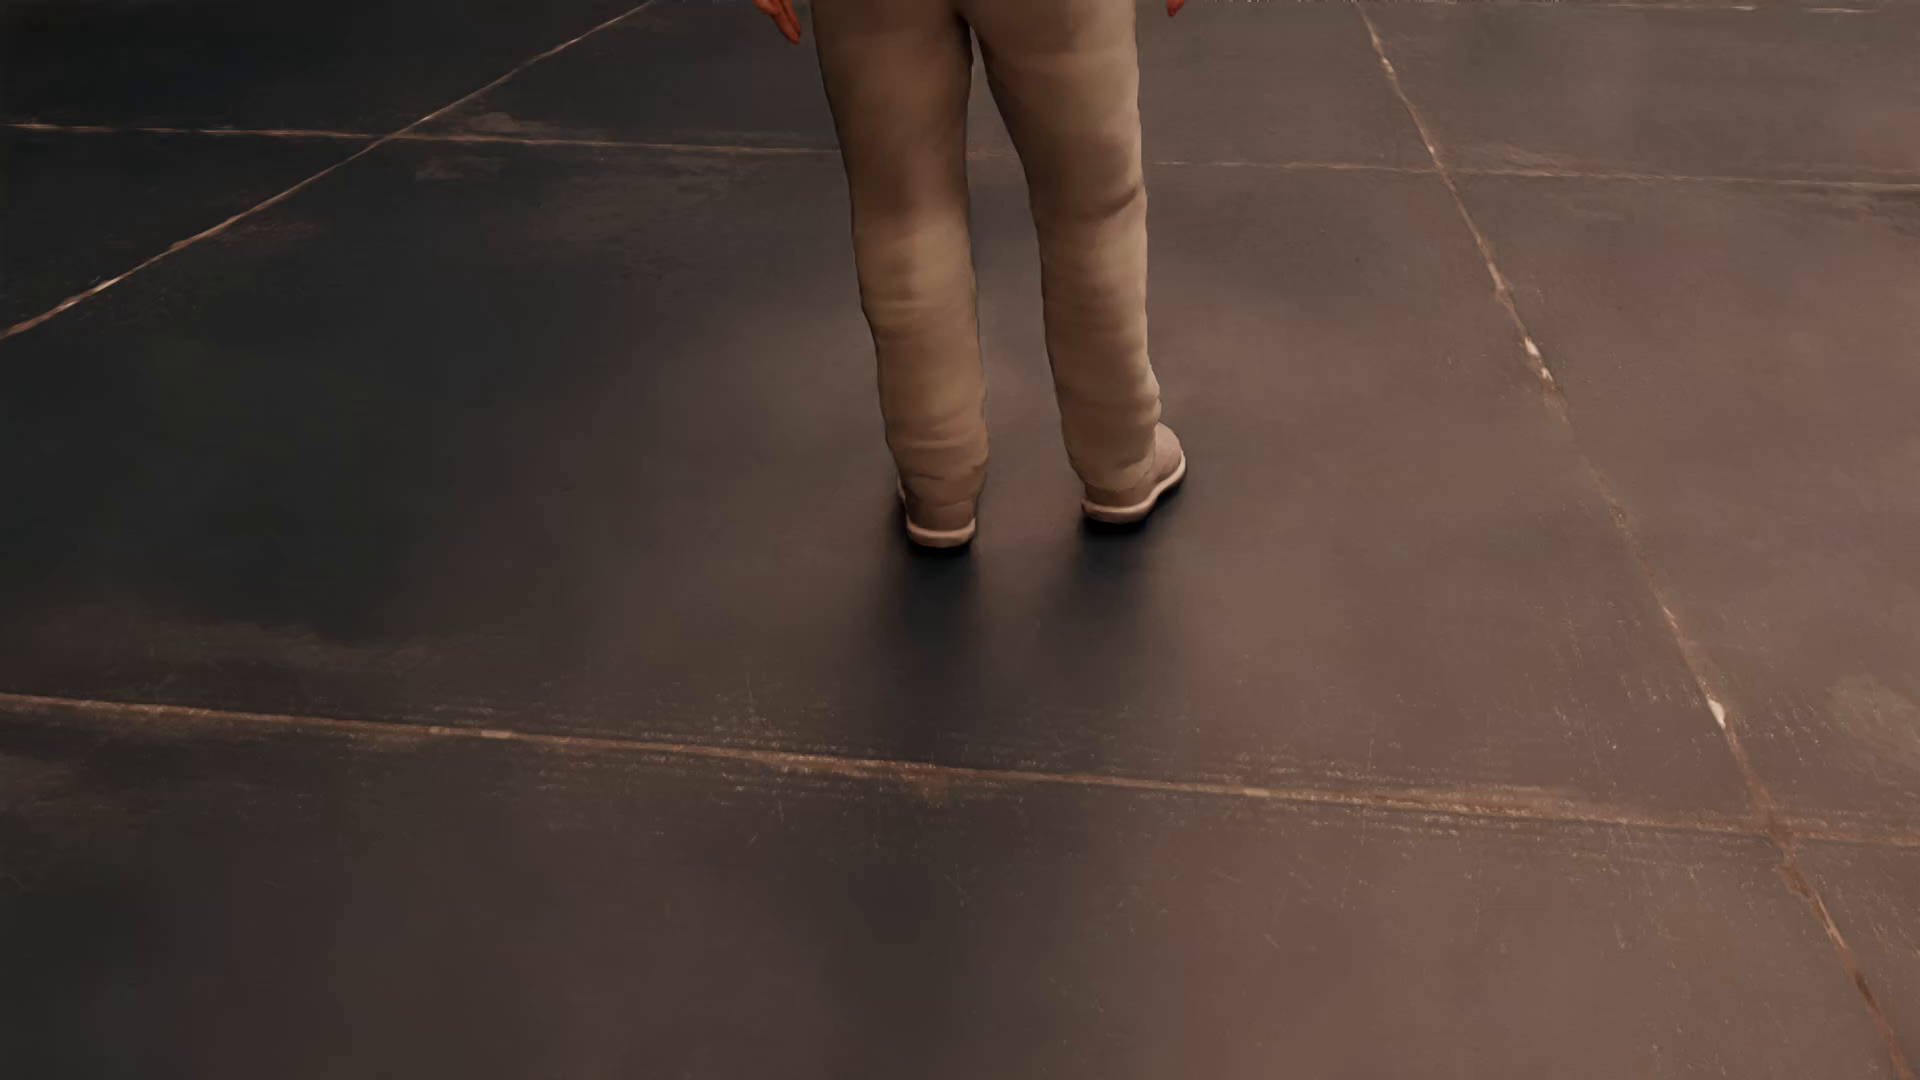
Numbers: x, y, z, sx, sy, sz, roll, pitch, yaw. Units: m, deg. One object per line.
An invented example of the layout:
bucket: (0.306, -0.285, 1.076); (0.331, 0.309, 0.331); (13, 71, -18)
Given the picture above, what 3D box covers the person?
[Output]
person: (0.022, -0.838, 2.166); (0.640, 1.781, 0.574); (3, 27, 7)
